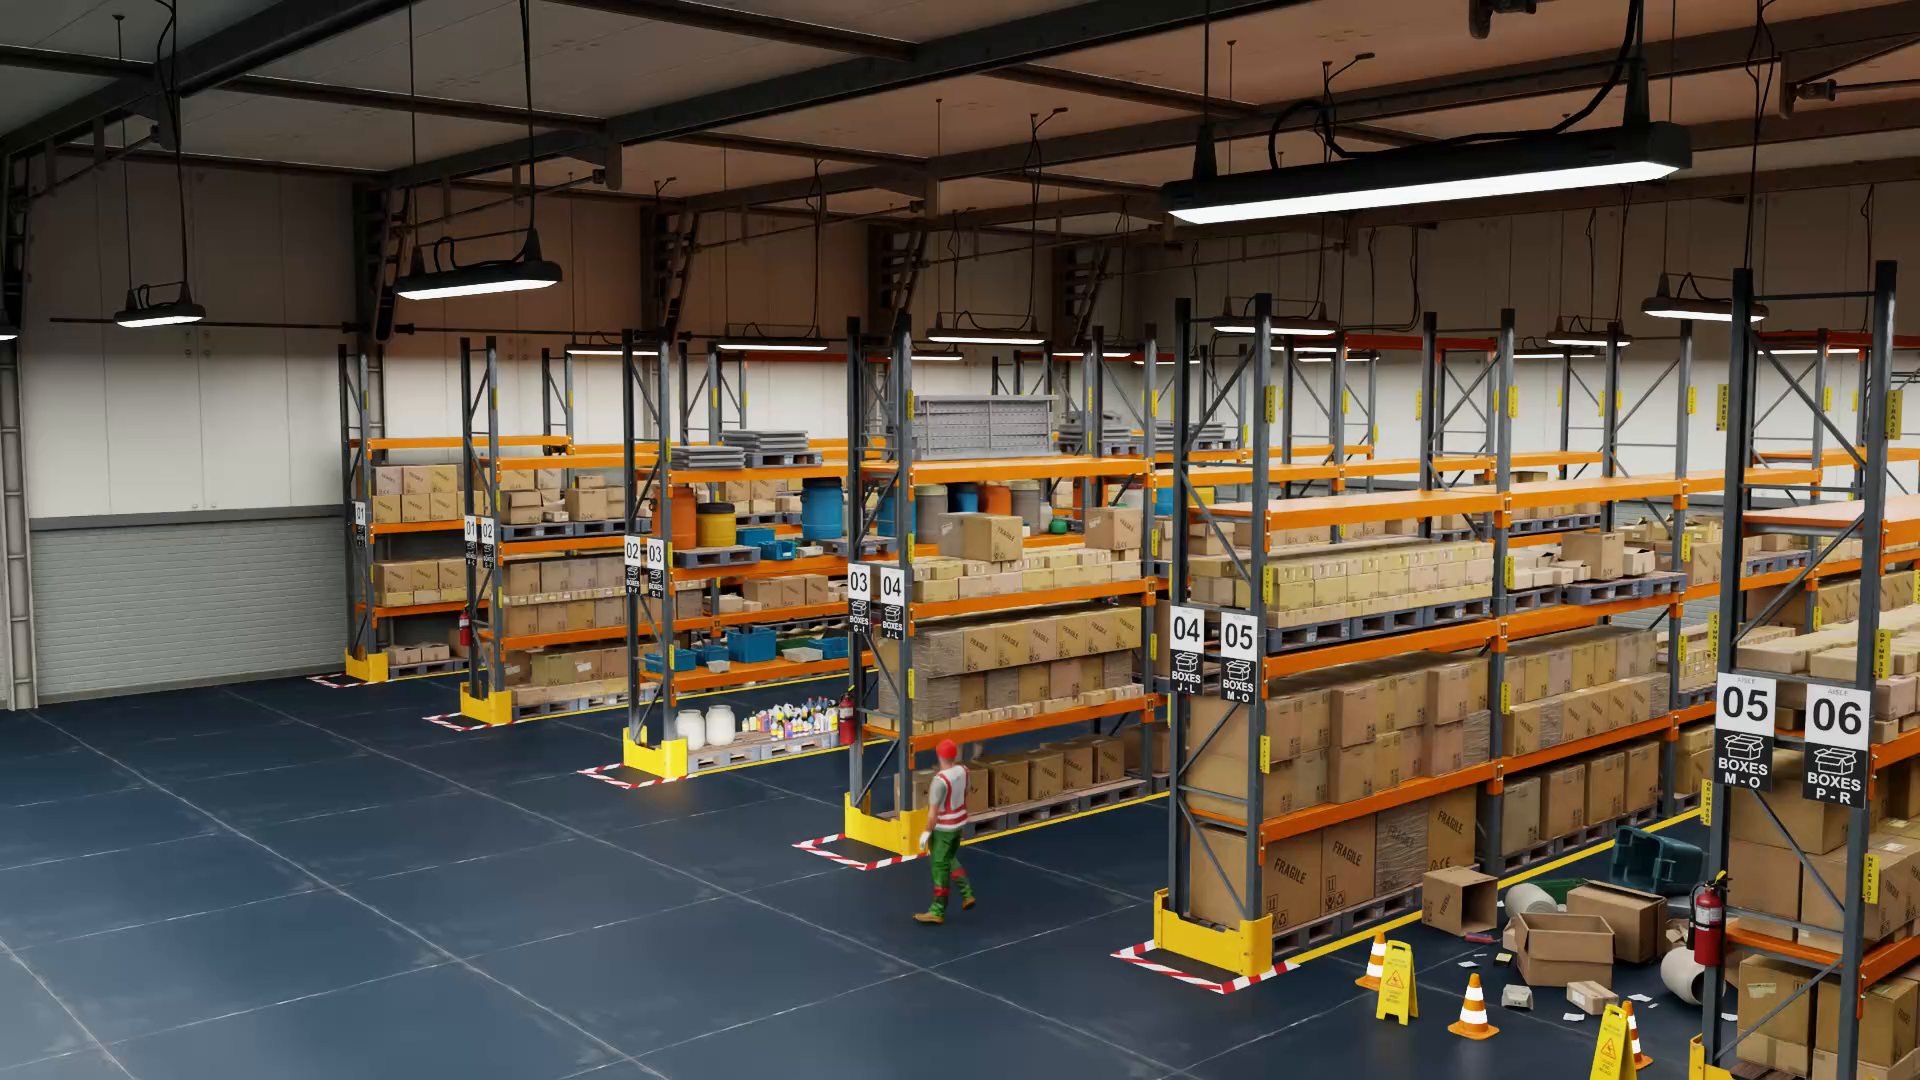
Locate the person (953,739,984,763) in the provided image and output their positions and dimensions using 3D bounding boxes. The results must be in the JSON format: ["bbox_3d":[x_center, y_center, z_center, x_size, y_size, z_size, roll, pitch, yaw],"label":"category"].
[{"bbox_3d":[0.071,2.399,21.705,0.577,1.805,0.544,1,5,10],"label":"person"}]

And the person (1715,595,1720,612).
[{"bbox_3d":[13.493,1.685,29.295,0.997,1.642,0.560,-5,7,-44],"label":"person"}]

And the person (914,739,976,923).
[{"bbox_3d":[-0.128,2.810,16.236,0.501,1.787,0.637,3,6,27],"label":"person"}]
